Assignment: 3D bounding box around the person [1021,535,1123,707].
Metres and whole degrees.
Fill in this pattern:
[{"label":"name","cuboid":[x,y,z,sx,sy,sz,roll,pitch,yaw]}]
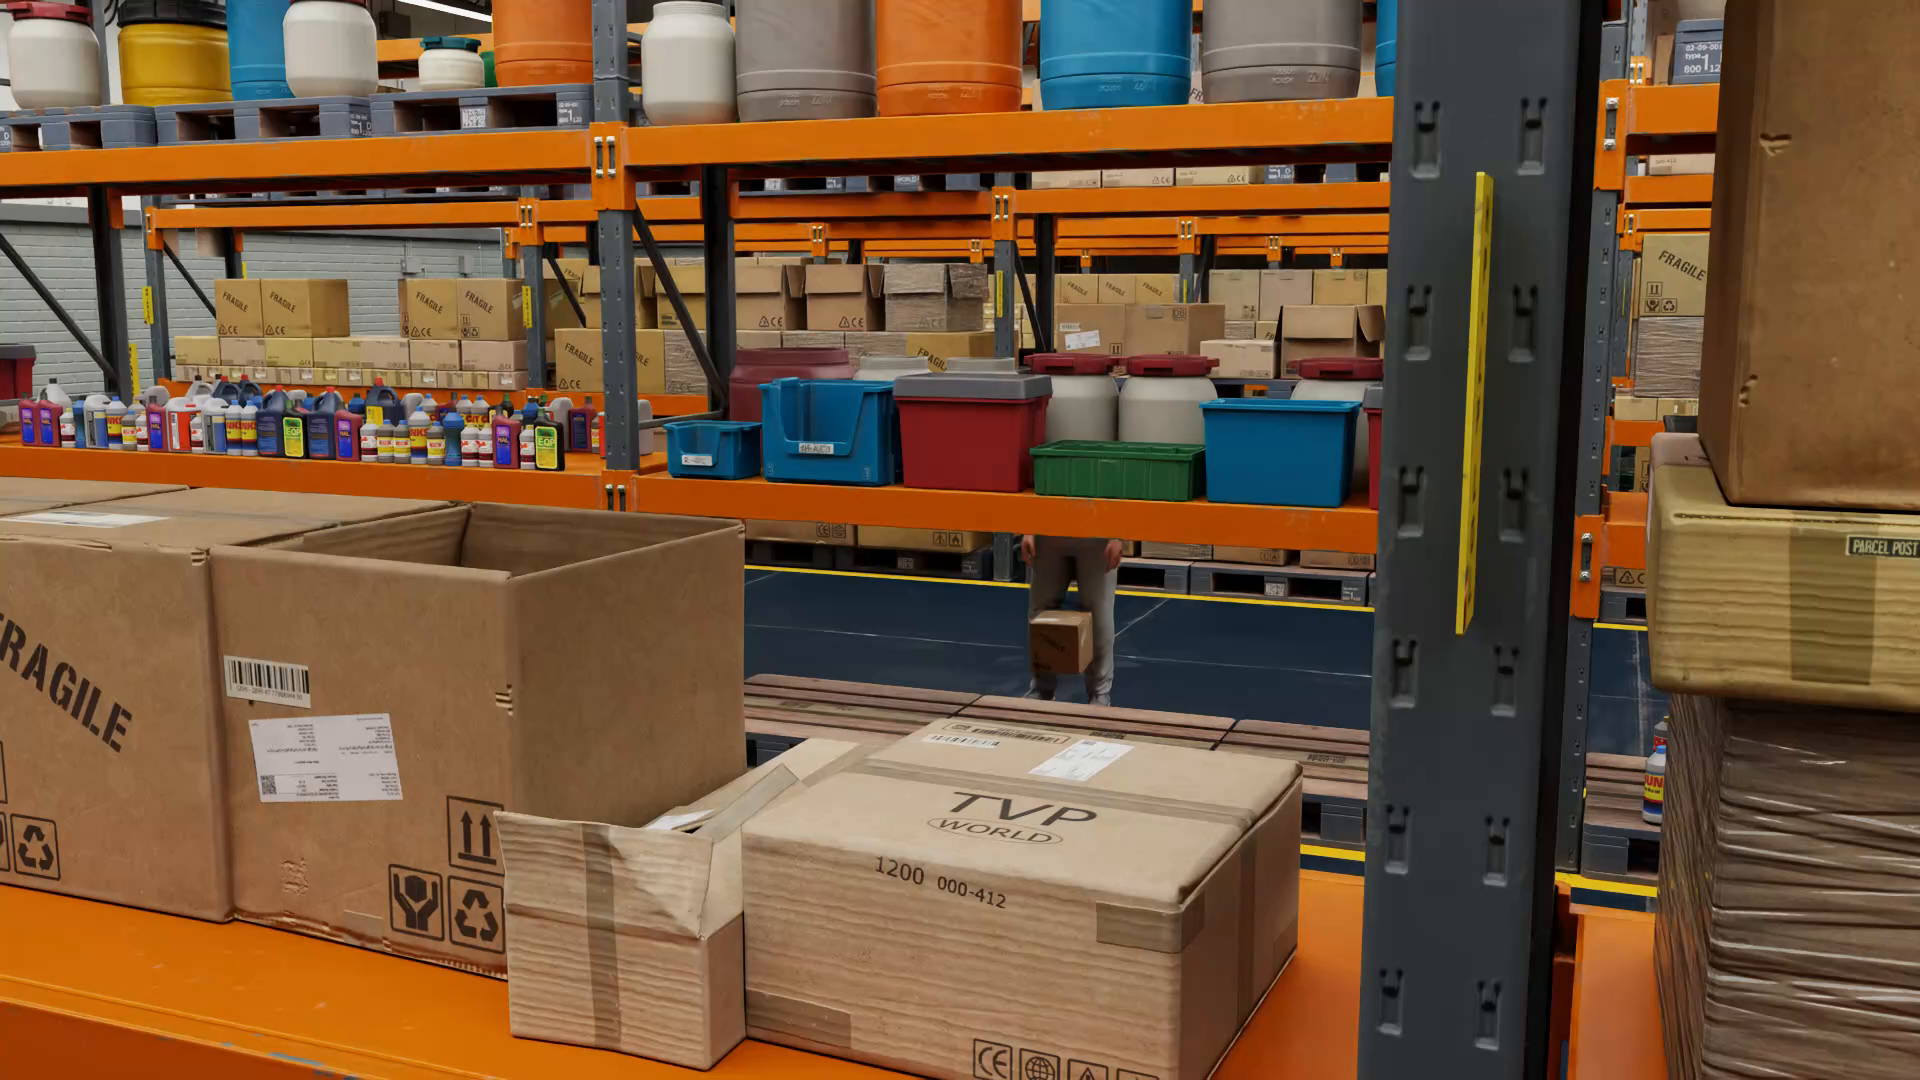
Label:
[{"label":"person","cuboid":[0.583,-0.005,8.344,0.566,1.752,0.434,3,9,19]}]
